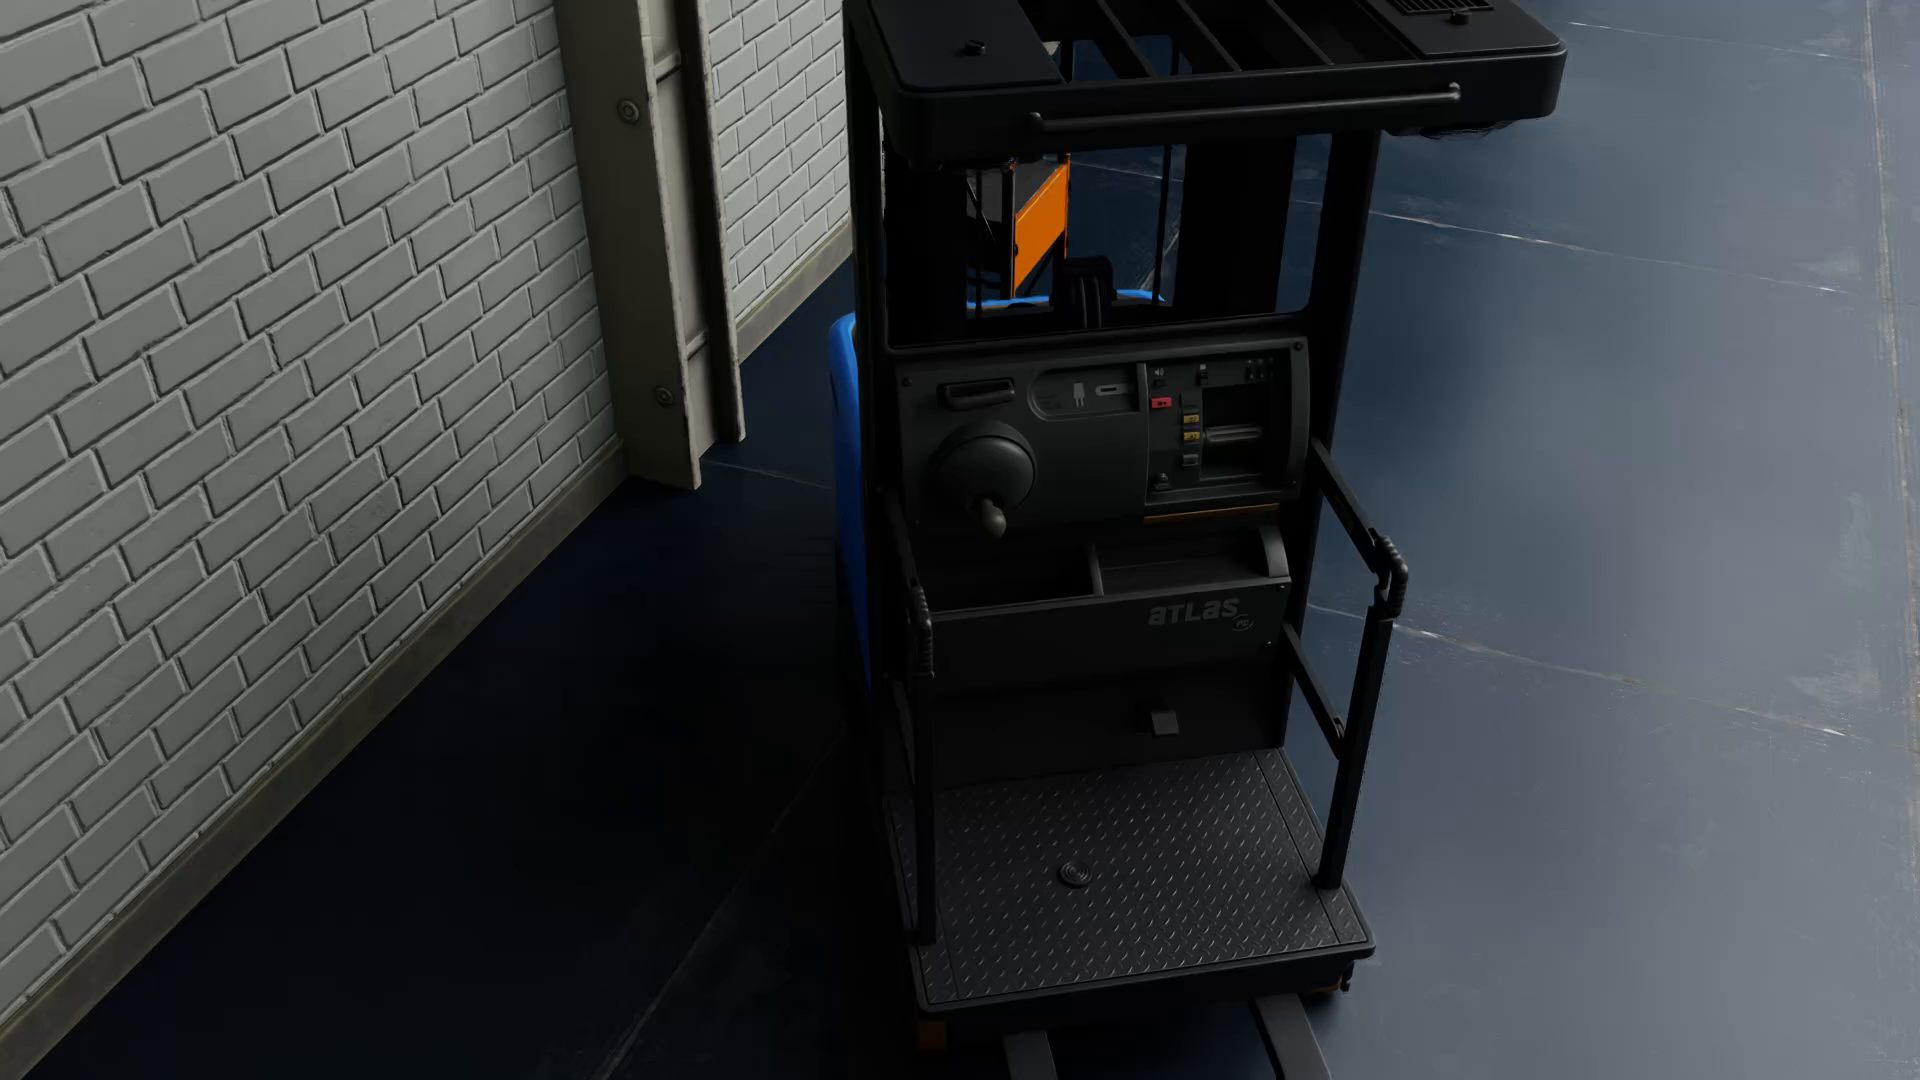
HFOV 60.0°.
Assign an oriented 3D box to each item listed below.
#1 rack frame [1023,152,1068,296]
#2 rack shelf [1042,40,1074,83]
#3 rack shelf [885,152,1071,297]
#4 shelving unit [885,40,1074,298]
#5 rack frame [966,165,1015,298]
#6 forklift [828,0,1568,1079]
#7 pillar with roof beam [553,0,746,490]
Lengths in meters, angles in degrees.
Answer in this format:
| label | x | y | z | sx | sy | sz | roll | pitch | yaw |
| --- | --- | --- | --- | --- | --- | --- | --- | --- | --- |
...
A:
| label | x | y | z | sx | sy | sz | roll | pitch | yaw |
| --- | --- | --- | --- | --- | --- | --- | --- | --- | --- |
| rack frame | 0.156 | -1.068 | 5.425 | 0.400 | 2.100 | 0.015 | 14 | 39 | 18 |
| rack shelf | 0.063 | -1.482 | 4.833 | 0.431 | 0.518 | 0.480 | 14 | 39 | 18 |
| rack shelf | 0.063 | -0.922 | 5.252 | 0.431 | 0.518 | 0.480 | 14 | 39 | 18 |
| shelving unit | 0.063 | -0.933 | 5.244 | 0.431 | 2.100 | 0.503 | 14 | 39 | 18 |
| rack frame | -0.030 | -0.798 | 5.063 | 0.400 | 2.100 | 0.015 | 14 | 39 | 18 |
| forklift | 0.363 | -0.163 | 3.520 | 1.130 | 2.935 | 3.031 | -6 | 37 | -8 |
| pillar with roof beam | 2.958 | -2.946 | 2.175 | 9.100 | 9.000 | 0.400 | 14 | 39 | 18 |
